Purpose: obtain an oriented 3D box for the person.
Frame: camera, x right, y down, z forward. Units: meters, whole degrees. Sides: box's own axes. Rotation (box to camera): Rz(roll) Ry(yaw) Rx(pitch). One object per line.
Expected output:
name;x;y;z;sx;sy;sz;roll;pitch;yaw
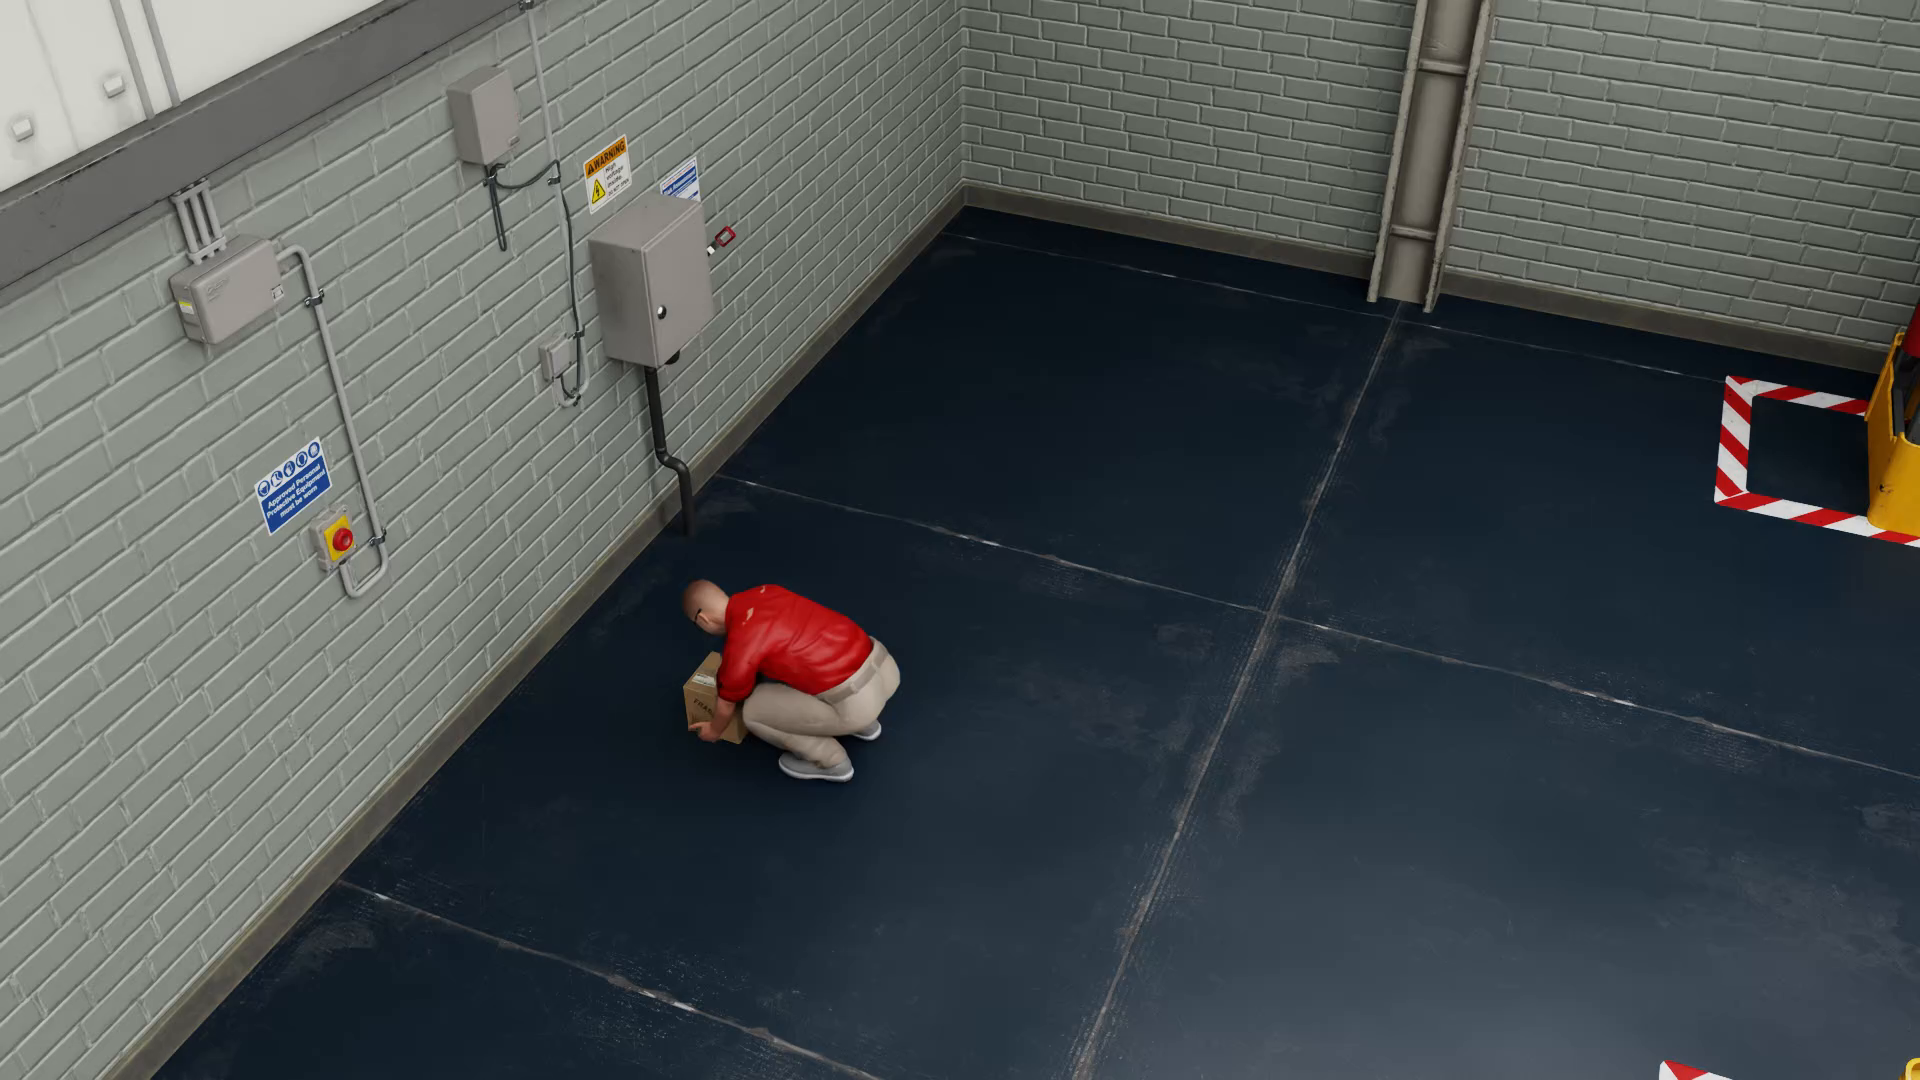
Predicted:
person;-0.701;0.592;6.930;0.883;0.786;0.545;14;39;18
